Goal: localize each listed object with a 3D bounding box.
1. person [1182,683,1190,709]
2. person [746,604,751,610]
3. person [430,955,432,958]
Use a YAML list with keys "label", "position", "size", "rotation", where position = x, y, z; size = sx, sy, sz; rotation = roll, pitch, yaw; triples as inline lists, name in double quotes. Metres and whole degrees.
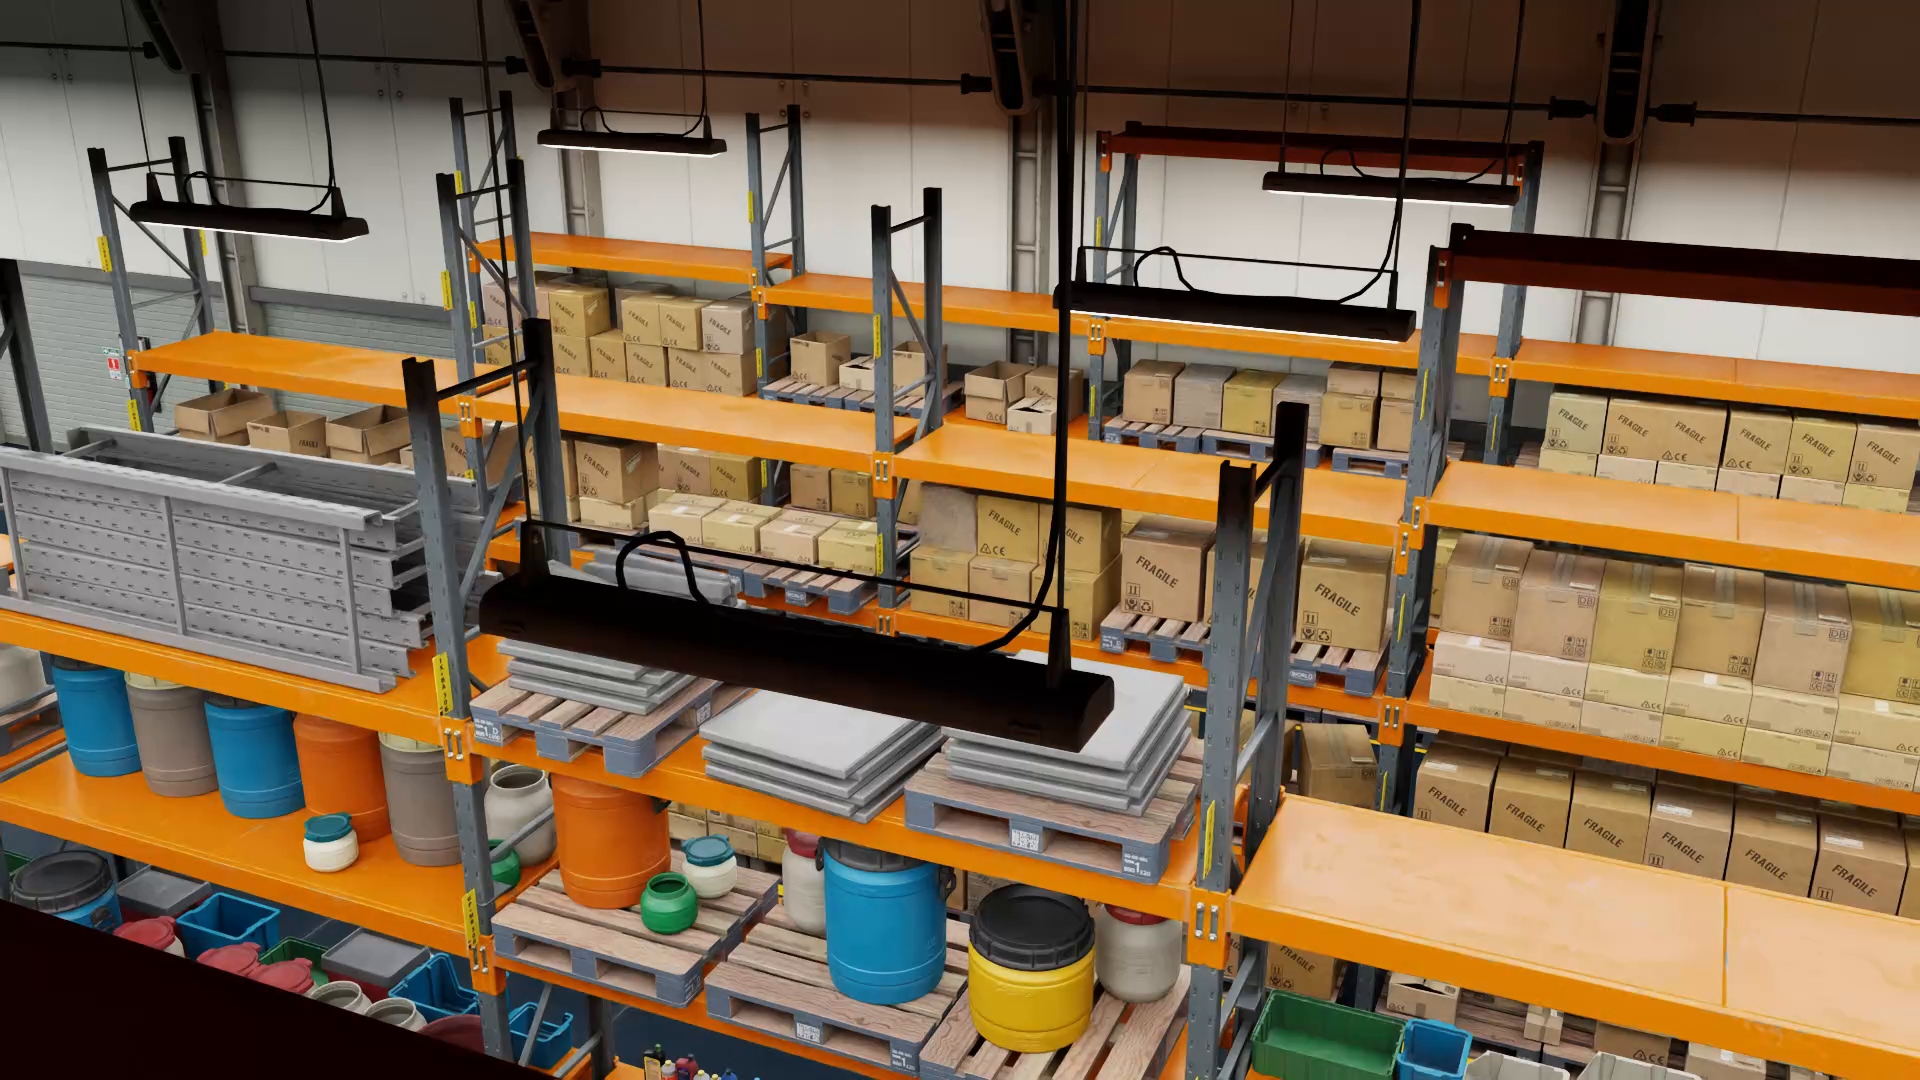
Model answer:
- label: "person"
  position: [1.717, 1.949, 15.017]
  size: [0.718, 1.756, 0.610]
  rotation: [10, 23, 24]
- label: "person"
  position: [-2.393, 0.629, 18.712]
  size: [0.549, 1.659, 0.583]
  rotation: [5, 21, 14]
- label: "person"
  position: [-3.841, 3.305, 11.549]
  size: [0.509, 1.605, 1.049]
  rotation: [-11, 23, -26]
